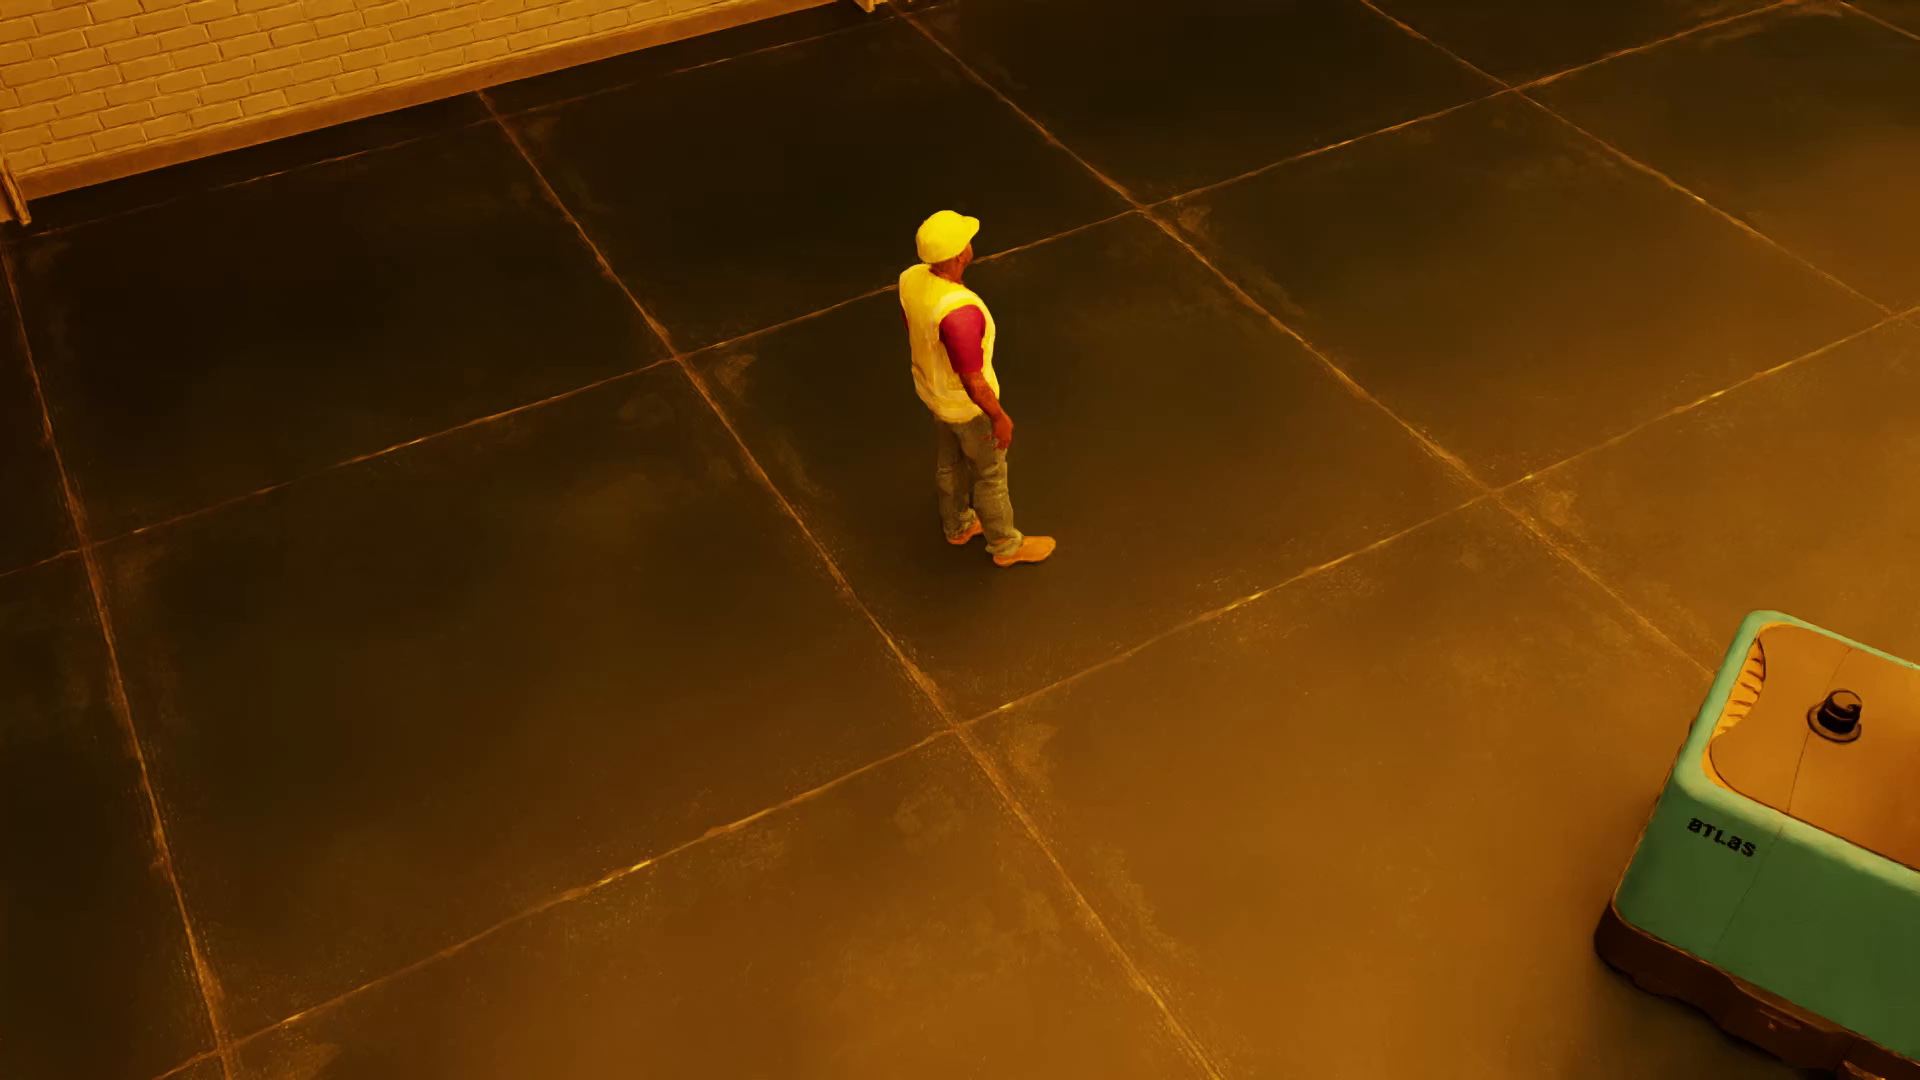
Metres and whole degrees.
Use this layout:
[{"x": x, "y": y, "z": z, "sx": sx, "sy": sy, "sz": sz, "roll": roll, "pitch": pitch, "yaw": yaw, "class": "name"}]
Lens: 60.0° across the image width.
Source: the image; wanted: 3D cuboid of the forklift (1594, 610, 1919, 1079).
[{"x": 3.849, "y": 0.774, "z": 4.863, "sx": 3.031, "sy": 2.935, "sz": 1.130, "roll": 25, "pitch": 48, "yaw": 24, "class": "forklift"}]

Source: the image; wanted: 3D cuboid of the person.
[{"x": 0.063, "y": -0.673, "z": 7.270, "sx": 0.576, "sy": 1.766, "sz": 0.665, "roll": -21, "pitch": 47, "yaw": -21, "class": "person"}]
